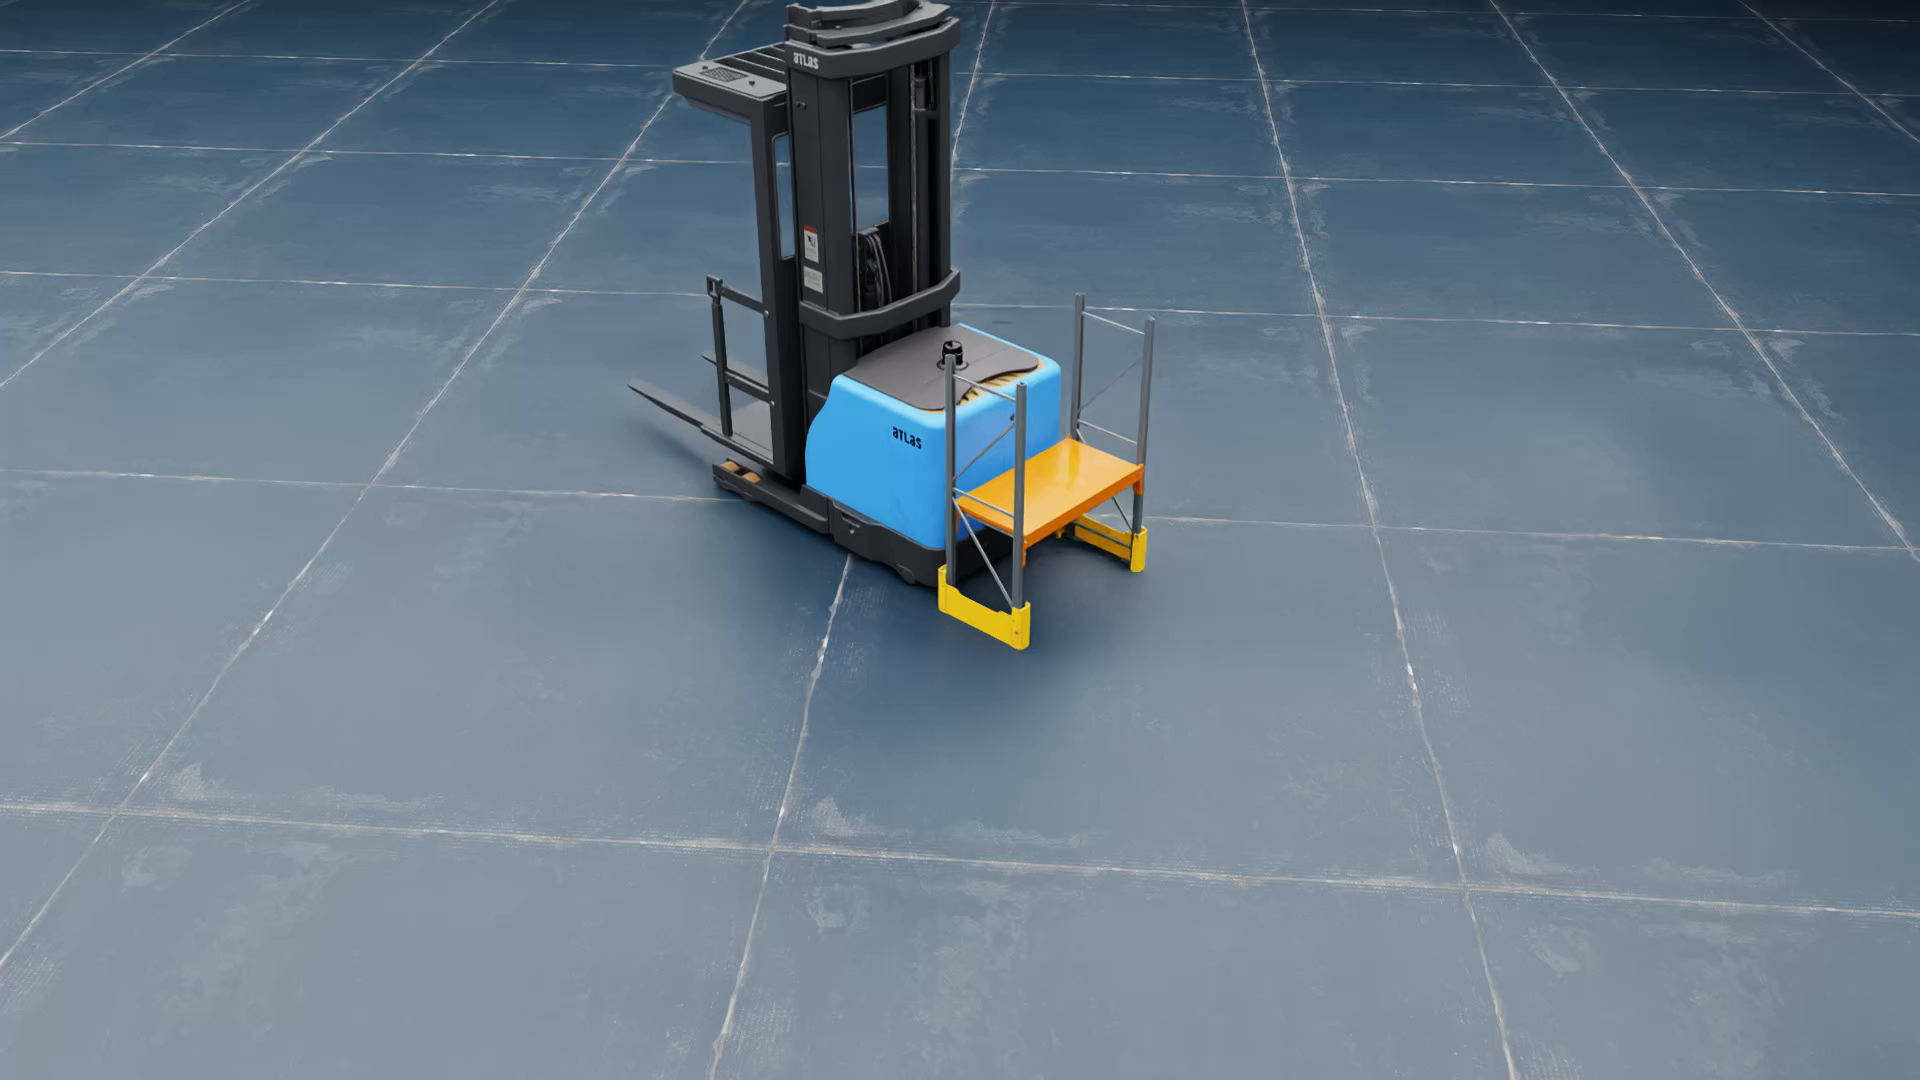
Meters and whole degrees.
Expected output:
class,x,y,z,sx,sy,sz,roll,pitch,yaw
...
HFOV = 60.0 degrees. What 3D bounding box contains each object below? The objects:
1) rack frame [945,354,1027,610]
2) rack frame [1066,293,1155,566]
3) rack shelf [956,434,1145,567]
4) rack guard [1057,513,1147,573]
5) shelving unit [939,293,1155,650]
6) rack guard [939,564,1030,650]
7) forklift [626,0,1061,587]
class,x,y,z,sx,sy,sz,roll,pitch,yaw
rack frame,0.123,-0.182,8.396,0.500,1.500,0.032,25,40,35
rack frame,0.805,-0.577,9.038,0.500,1.500,0.032,25,40,35
rack shelf,0.464,-0.227,8.811,0.538,0.185,1.000,25,40,35
rack guard,0.792,-0.038,9.353,0.587,0.250,0.087,25,40,35
shelving unit,0.458,-0.376,8.711,0.587,1.500,1.083,25,40,35
rack guard,0.123,0.349,8.725,0.587,0.250,0.087,25,40,35
forklift,-0.844,-1.656,9.423,3.031,2.935,1.130,27,41,36
